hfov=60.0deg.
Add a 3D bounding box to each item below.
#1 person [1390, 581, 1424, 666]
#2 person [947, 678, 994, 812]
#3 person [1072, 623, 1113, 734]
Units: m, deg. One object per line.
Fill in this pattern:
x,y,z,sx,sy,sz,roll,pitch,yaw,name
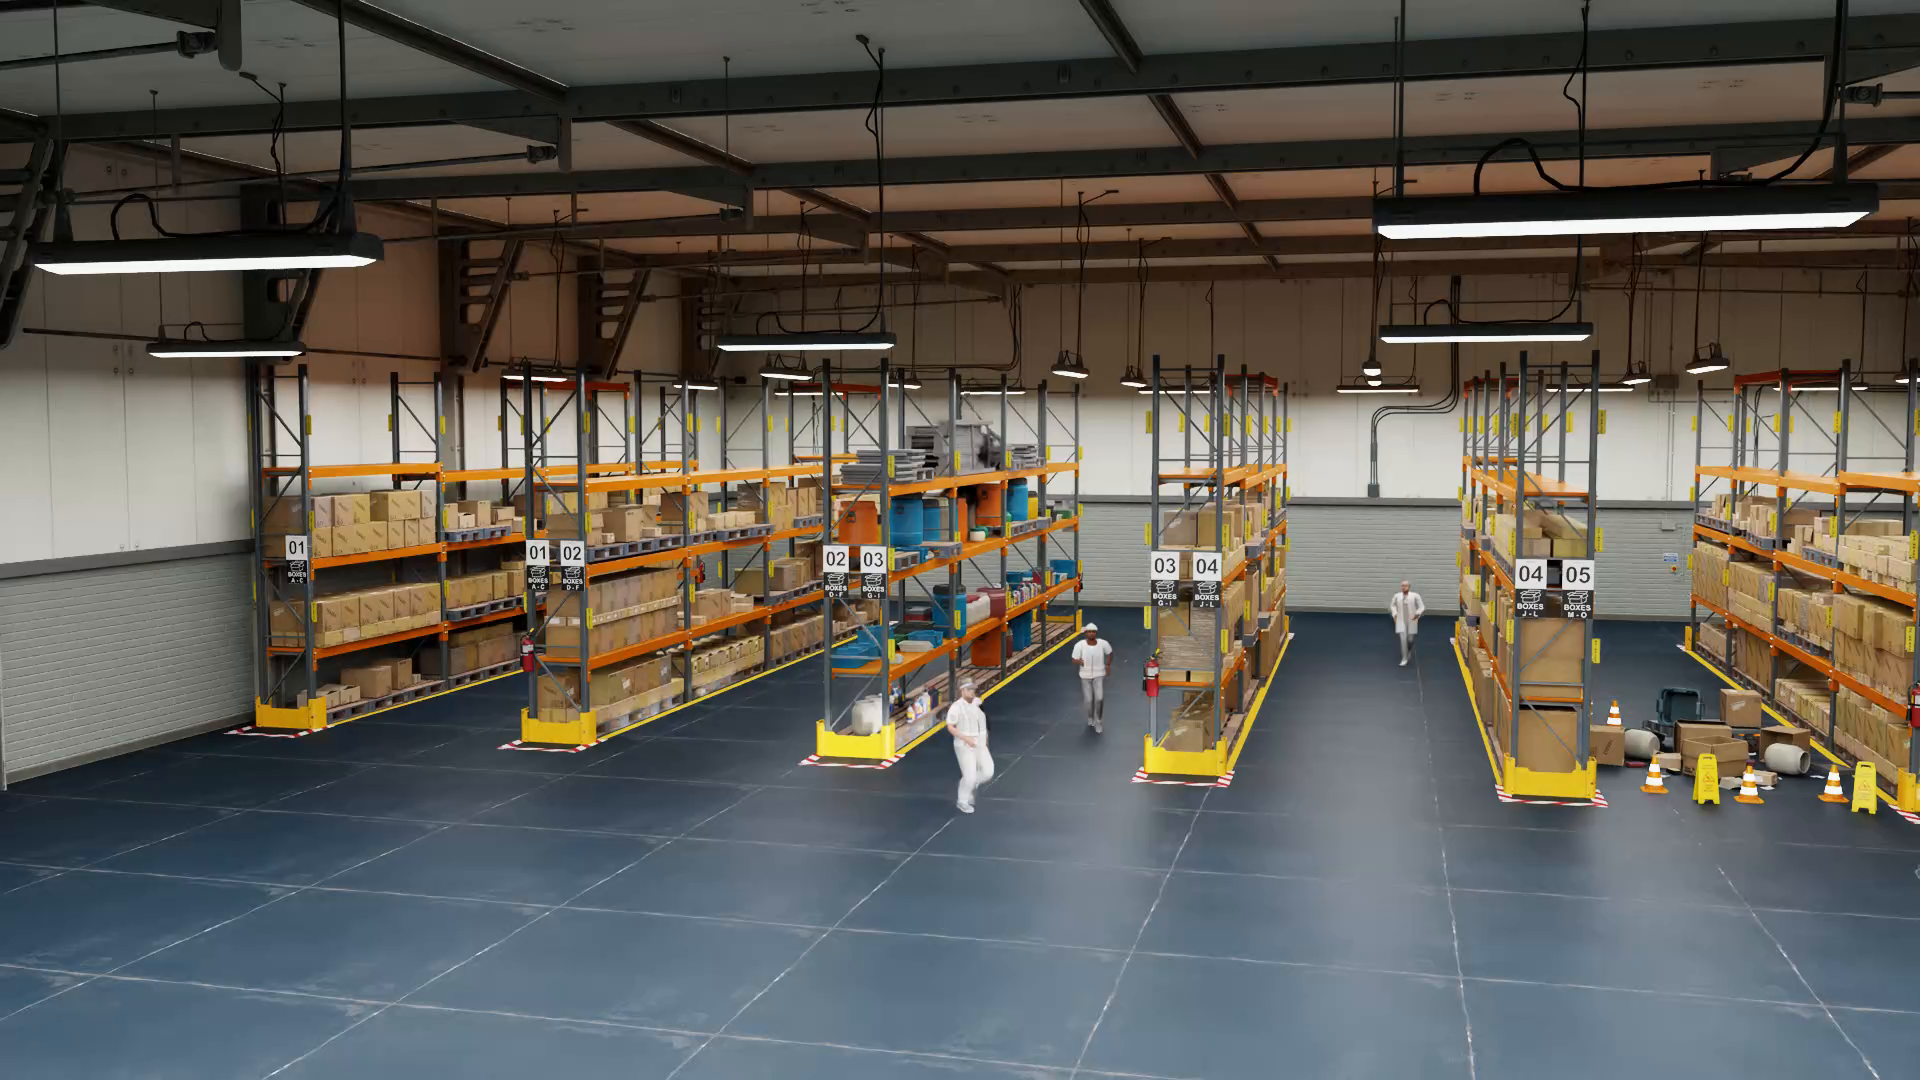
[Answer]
9.359,1.831,34.859,0.707,1.570,0.683,2,4,21,person
0.161,2.648,21.556,0.673,1.747,0.527,-3,5,-40,person
2.157,2.256,27.120,0.671,1.806,0.737,0,4,6,person
